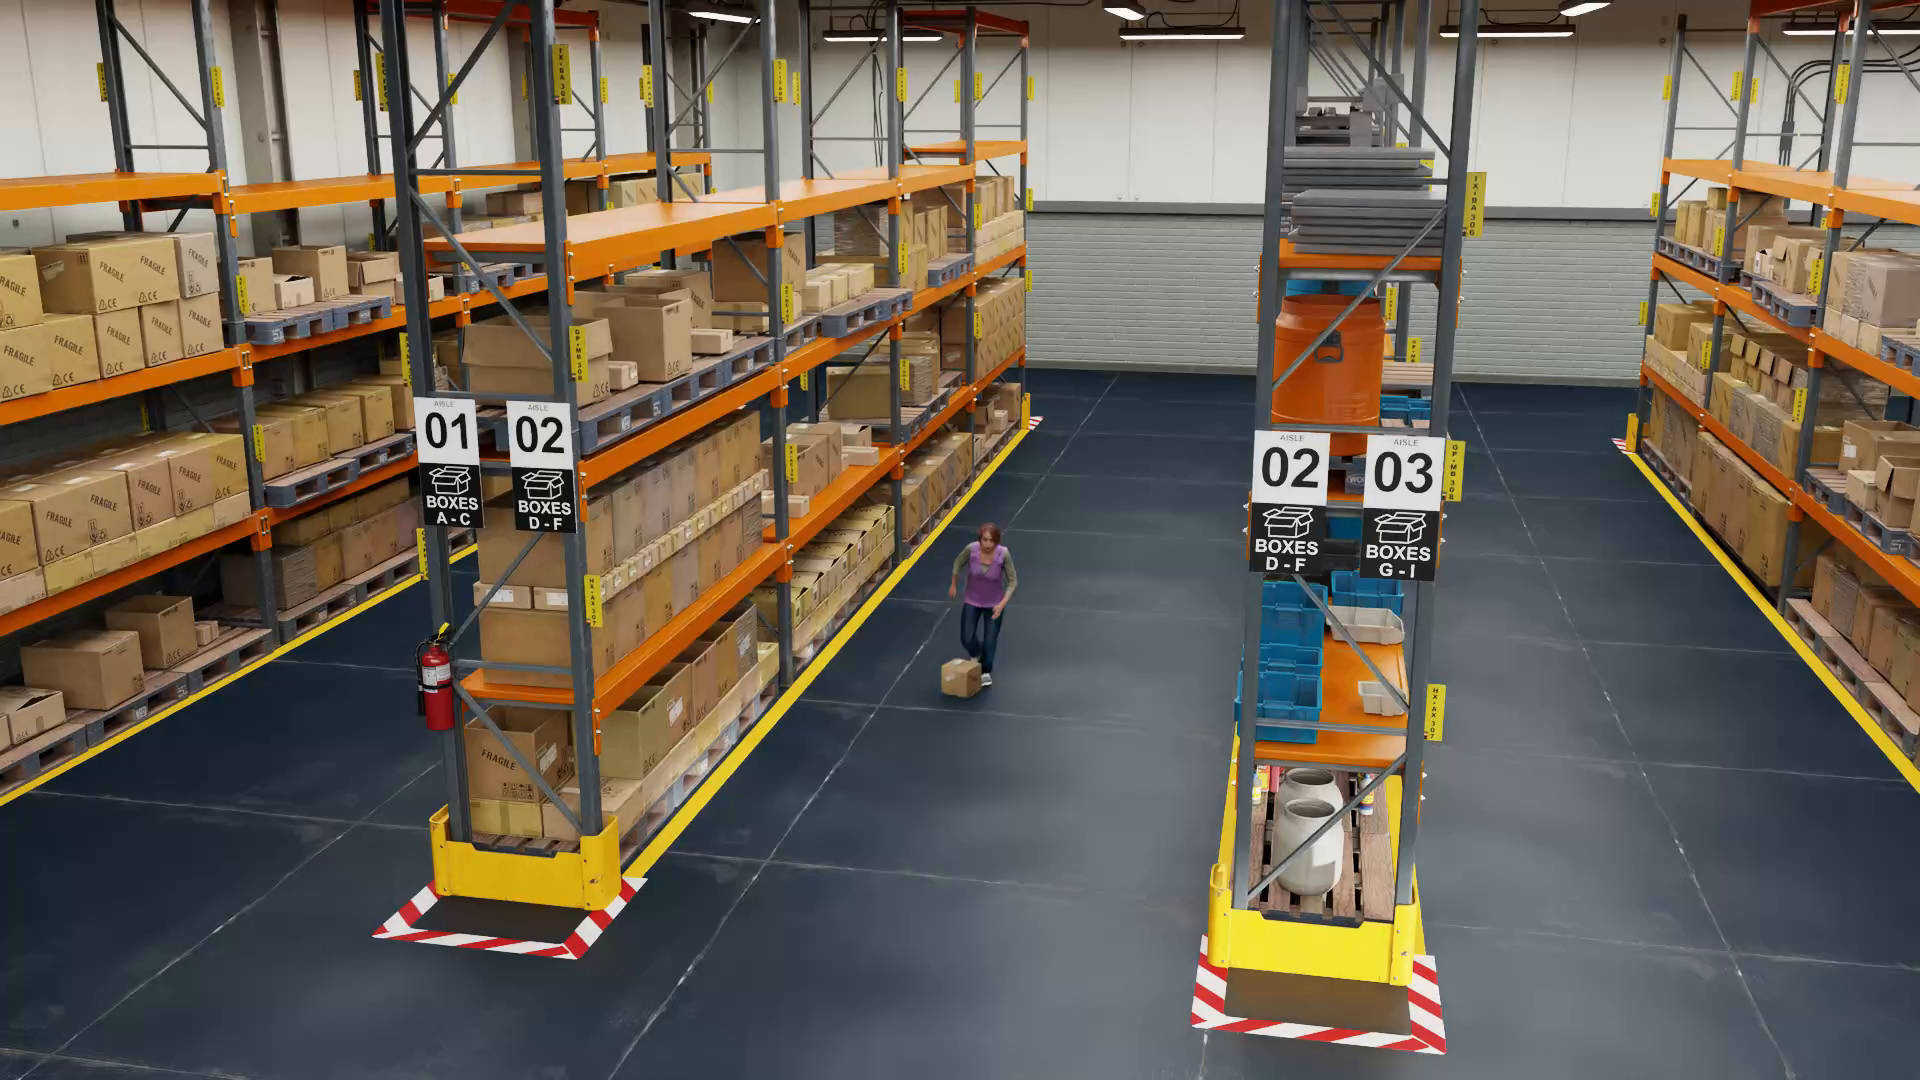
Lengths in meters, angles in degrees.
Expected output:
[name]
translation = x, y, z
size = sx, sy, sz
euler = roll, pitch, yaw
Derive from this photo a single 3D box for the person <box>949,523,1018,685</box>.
[person]
translation = 0.194, 0.537, 14.206
size = 0.609, 1.495, 0.579
euler = 1, 15, 5
